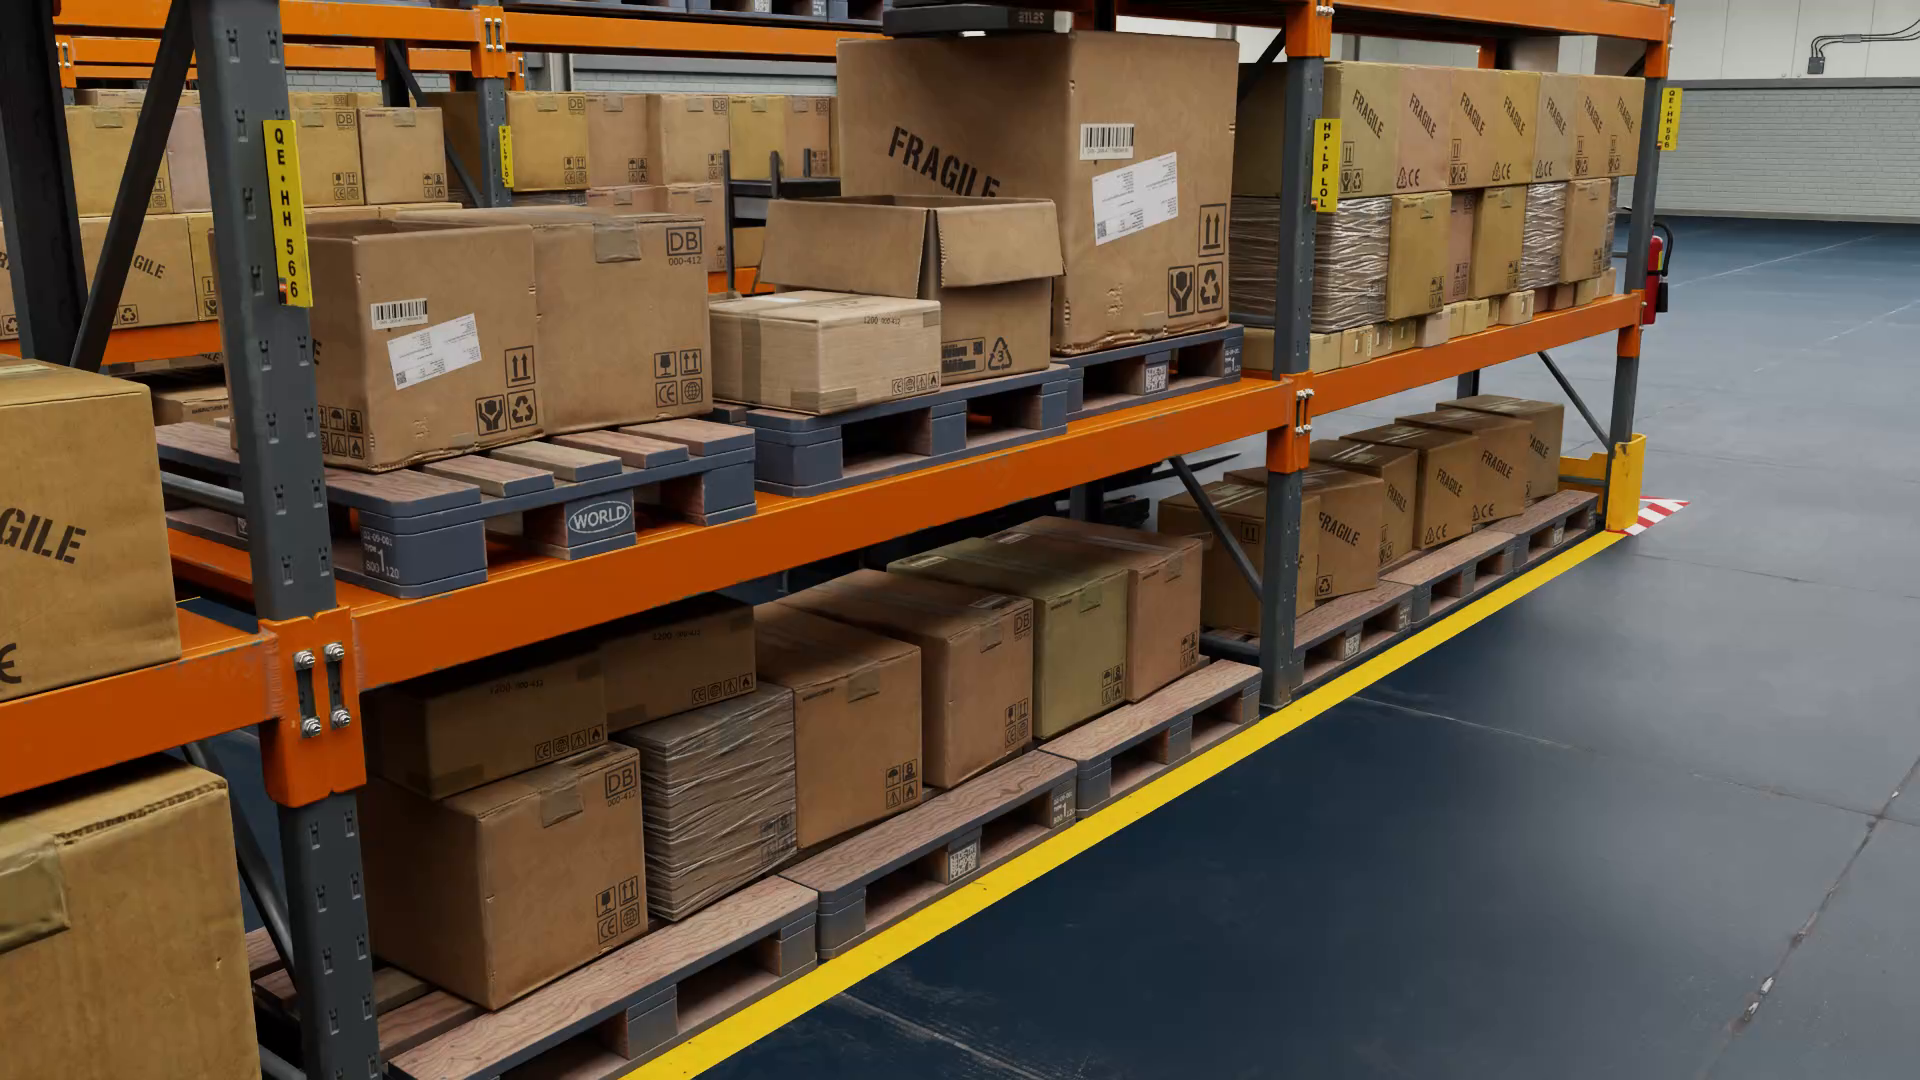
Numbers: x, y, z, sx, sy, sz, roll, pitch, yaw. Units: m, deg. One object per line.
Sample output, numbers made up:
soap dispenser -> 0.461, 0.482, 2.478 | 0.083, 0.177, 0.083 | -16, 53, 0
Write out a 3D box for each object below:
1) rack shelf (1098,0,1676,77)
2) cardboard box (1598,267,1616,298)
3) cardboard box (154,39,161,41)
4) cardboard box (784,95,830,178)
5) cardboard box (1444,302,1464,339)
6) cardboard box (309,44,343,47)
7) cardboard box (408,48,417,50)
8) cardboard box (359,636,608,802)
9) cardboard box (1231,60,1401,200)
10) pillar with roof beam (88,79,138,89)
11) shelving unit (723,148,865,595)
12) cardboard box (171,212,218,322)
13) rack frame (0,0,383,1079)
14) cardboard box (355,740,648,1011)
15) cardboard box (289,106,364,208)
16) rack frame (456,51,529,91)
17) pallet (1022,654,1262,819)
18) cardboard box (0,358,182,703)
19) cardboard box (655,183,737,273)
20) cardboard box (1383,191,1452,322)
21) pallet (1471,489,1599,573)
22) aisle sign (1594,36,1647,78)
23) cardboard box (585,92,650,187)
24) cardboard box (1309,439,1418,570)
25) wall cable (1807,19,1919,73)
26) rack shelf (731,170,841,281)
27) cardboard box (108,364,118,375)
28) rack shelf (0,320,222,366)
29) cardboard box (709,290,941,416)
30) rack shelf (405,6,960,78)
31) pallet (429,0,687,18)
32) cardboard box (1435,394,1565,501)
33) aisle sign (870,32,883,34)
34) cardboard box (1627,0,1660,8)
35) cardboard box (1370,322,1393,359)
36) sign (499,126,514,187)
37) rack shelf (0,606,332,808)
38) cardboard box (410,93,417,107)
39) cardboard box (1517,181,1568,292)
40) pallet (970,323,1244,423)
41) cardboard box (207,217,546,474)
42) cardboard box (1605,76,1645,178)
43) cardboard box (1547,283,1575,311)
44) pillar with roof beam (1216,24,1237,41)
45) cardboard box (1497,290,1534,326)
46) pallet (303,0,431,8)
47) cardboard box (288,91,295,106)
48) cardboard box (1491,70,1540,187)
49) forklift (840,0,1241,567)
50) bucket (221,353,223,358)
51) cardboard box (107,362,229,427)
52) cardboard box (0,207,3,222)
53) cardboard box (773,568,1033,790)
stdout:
rack shelf -> 2.139, -2.359, 7.685 | 1.077, 0.370, 4.000 | 11, 18, 38
cardboard box -> 3.378, -1.428, 9.164 | 0.380, 0.149, 0.250 | 11, 18, 38
cardboard box -> -6.161, -3.864, 12.660 | 0.380, 0.149, 0.250 | 11, 18, 38
cardboard box -> -1.393, -2.749, 11.354 | 0.875, 0.550, 0.550 | 11, 18, 38
cardboard box -> 2.018, -0.987, 7.425 | 0.380, 0.149, 0.250 | 11, 18, 38
cardboard box -> -5.249, -4.090, 13.548 | 0.380, 0.149, 0.250 | 11, 18, 37
cardboard box -> -4.854, -4.254, 14.195 | 0.380, 0.149, 0.250 | 11, 18, 38
cardboard box -> -1.234, 0.397, 4.128 | 0.500, 0.250, 0.500 | 12, 19, 40
cardboard box -> 1.363, -1.595, 6.471 | 0.500, 0.500, 0.500 | 11, 18, 38
pillar with roof beam -> -5.965, -6.185, 15.194 | 9.100, 9.000, 0.400 | 11, 18, 38
shelving unit -> -0.798, -0.827, 8.116 | 0.503, 2.100, 0.431 | -14, 20, -43
cardboard box -> -3.667, -1.371, 8.225 | 0.500, 0.500, 0.500 | 11, 18, 38
rack frame -> -1.632, -0.105, 3.443 | 1.000, 3.000, 0.127 | 11, 18, 38
cardboard box -> -1.226, 0.762, 4.214 | 0.700, 0.500, 0.500 | 10, 17, 35
cardboard box -> -3.541, -1.996, 8.654 | 0.700, 0.500, 0.500 | 11, 18, 37
rack frame -> -4.312, -3.170, 15.511 | 1.000, 3.000, 0.127 | 11, 18, 38
pallet -> 0.394, 0.630, 6.214 | 1.003, 0.211, 1.213 | 11, 18, 38
cardboard box -> -1.749, -0.020, 2.908 | 0.500, 0.500, 0.500 | 12, 19, 39
cardboard box -> -1.930, -1.997, 10.587 | 0.875, 0.550, 0.550 | 11, 18, 38
cardboard box -> 1.555, -1.230, 7.066 | 0.875, 0.500, 0.500 | 11, 18, 38
pallet -> 2.810, -0.121, 9.169 | 1.003, 0.211, 1.213 | 11, 18, 38
aisle sign -> 3.669, -2.862, 9.018 | 0.394, 0.787, 0.004 | 11, 18, 38
cardboard box -> -2.398, -2.442, 10.147 | 0.875, 0.550, 0.550 | 11, 18, 38
cardboard box -> 1.848, -0.175, 7.944 | 0.500, 0.500, 0.500 | 9, 17, 33
wall cable -> 19.796, -13.132, 35.634 | 2.305, 6.003, 0.169 | 11, 18, 38
rack shelf -> -0.798, -1.493, 7.947 | 0.480, 0.518, 0.431 | -14, 20, -43
cardboard box -> -6.663, -1.430, 13.391 | 0.500, 0.250, 0.500 | 12, 19, 40
rack shelf -> -4.169, -0.926, 8.137 | 1.077, 0.370, 4.000 | 11, 18, 38
cardboard box -> -0.399, -0.521, 4.533 | 0.500, 0.250, 0.500 | 11, 18, 36
rack shelf -> -1.655, -3.146, 10.783 | 1.077, 0.370, 4.000 | 11, 18, 38
pallet -> -2.390, -3.224, 9.808 | 1.003, 0.211, 1.213 | 11, 18, 38
cardboard box -> 2.991, -0.512, 9.269 | 0.500, 0.500, 0.500 | -12, 18, -39
aisle sign -> -0.587, -3.744, 12.487 | 0.394, 0.787, 0.004 | 11, 18, 38
cardboard box -> 3.291, -2.886, 8.605 | 0.500, 0.250, 0.500 | 12, 18, 39
cardboard box -> 1.554, -0.842, 6.854 | 0.380, 0.149, 0.250 | 11, 18, 38
sign -> -2.484, -2.098, 9.100 | 0.100, 0.325, 0.005 | 11, 18, 38
rack shelf -> -2.889, 0.627, 2.024 | 1.077, 0.370, 4.000 | 11, 18, 38
cardboard box -> -4.787, -3.620, 14.443 | 0.700, 0.500, 0.500 | 11, 18, 38
cardboard box -> 2.460, -1.525, 8.226 | 0.875, 0.500, 0.500 | 11, 18, 38
pallet -> 0.289, -0.654, 5.994 | 1.003, 0.211, 1.213 | 11, 18, 38
cardboard box -> -1.323, -0.466, 3.810 | 0.500, 0.500, 0.500 | 9, 17, 31
cardboard box -> 3.243, -2.170, 8.737 | 0.500, 0.500, 0.500 | 11, 18, 38
cardboard box -> 2.934, -1.279, 8.577 | 0.380, 0.149, 0.250 | 11, 18, 38
pillar with roof beam -> 9.119, -10.782, 33.287 | 9.100, 9.000, 0.400 | 11, 18, 38
cardboard box -> 2.517, -1.125, 7.969 | 0.380, 0.149, 0.250 | 11, 18, 38
pallet -> -3.450, -2.836, 8.489 | 0.805, 0.209, 1.217 | 10, 18, 35
cardboard box -> -5.706, -3.319, 13.256 | 0.700, 0.500, 0.500 | 11, 18, 36
cardboard box -> 2.296, -1.884, 7.609 | 0.500, 0.500, 0.500 | 11, 18, 38
forklift -> 0.437, -1.544, 9.249 | 3.031, 2.935, 1.130 | -14, 20, -43
bucket -> -4.620, -1.191, 11.279 | 0.620, 0.611, 0.726 | -19, 22, -27
cardboard box -> -3.842, -0.454, 8.534 | 1.050, 0.750, 0.750 | 11, 18, 38
cardboard box -> -4.499, -1.705, 7.508 | 0.700, 0.500, 0.500 | 11, 18, 37
cardboard box -> -0.186, 0.437, 5.492 | 0.700, 0.500, 0.500 | 9, 17, 33
